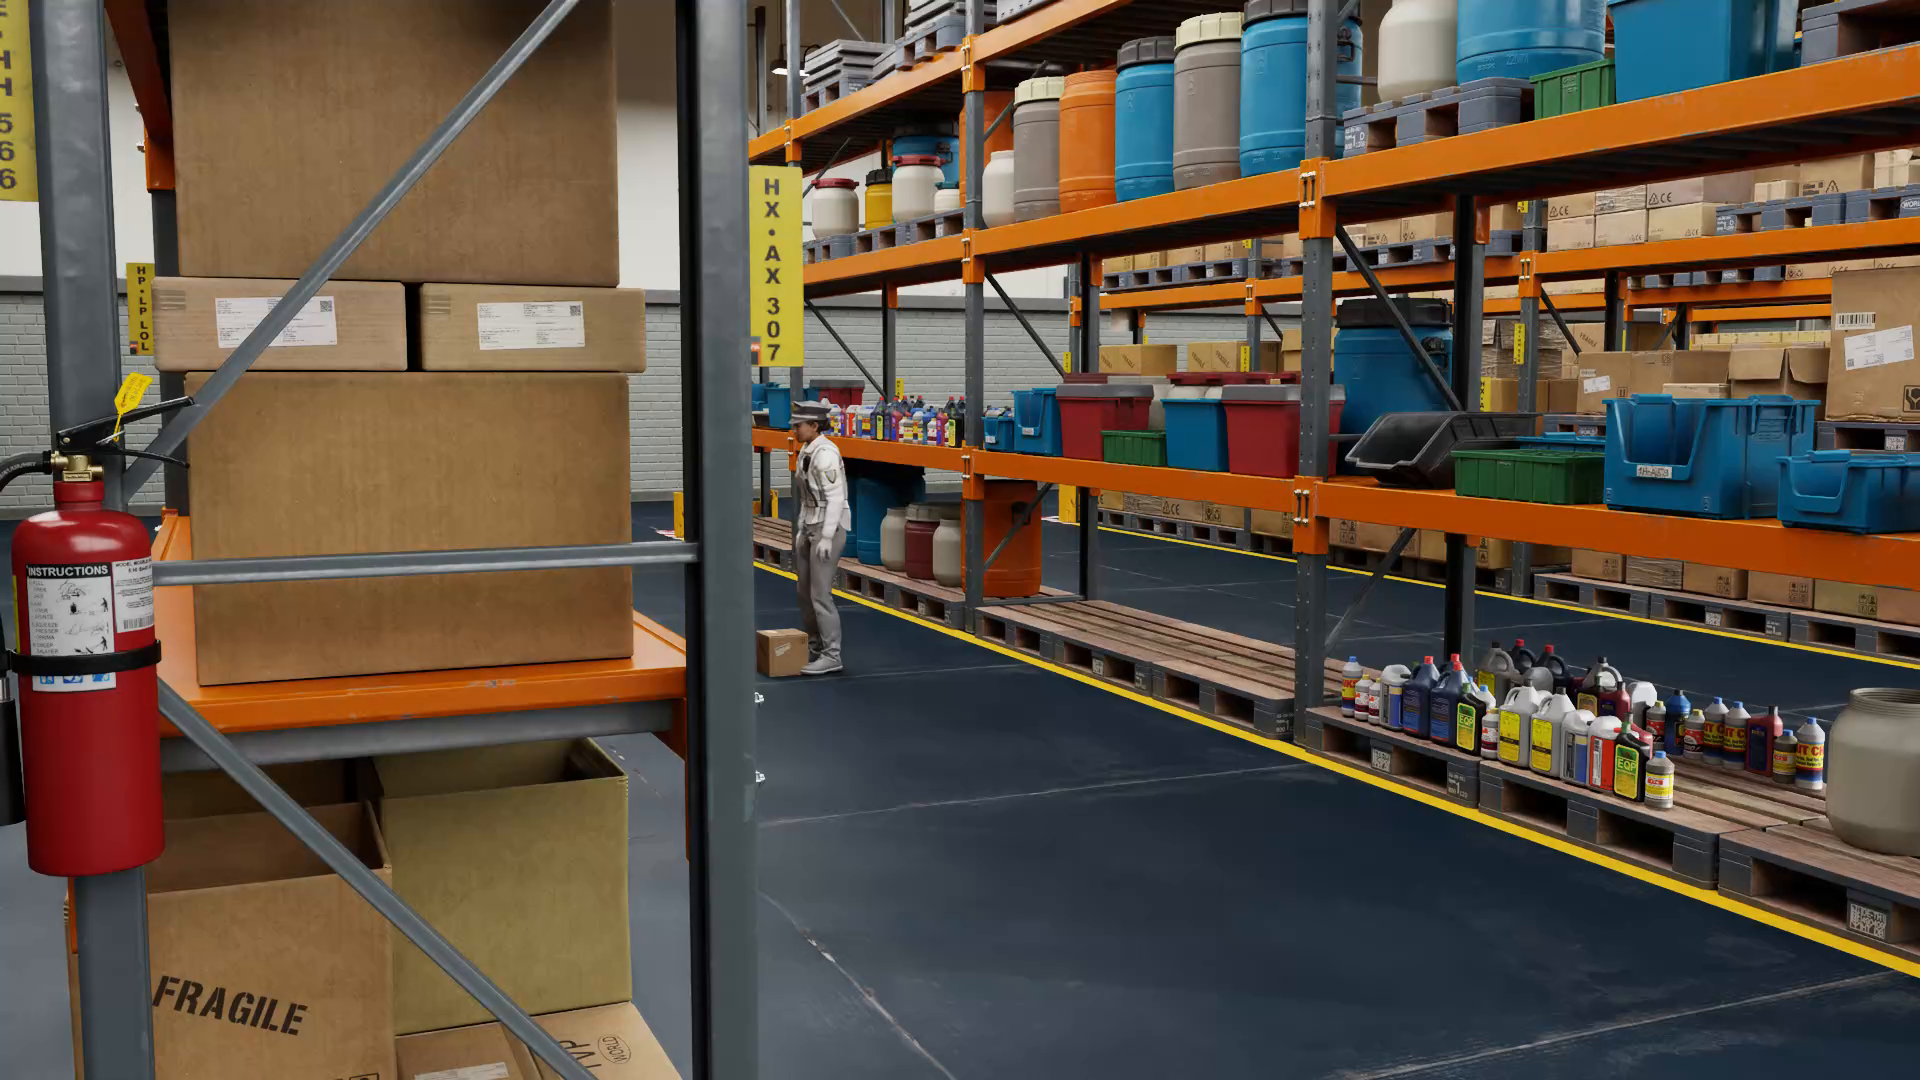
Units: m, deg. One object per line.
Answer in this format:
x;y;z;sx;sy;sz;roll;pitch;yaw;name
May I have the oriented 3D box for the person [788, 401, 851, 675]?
-0.873;-0.024;10.232;0.374;1.663;0.526;-2;6;-24;person
